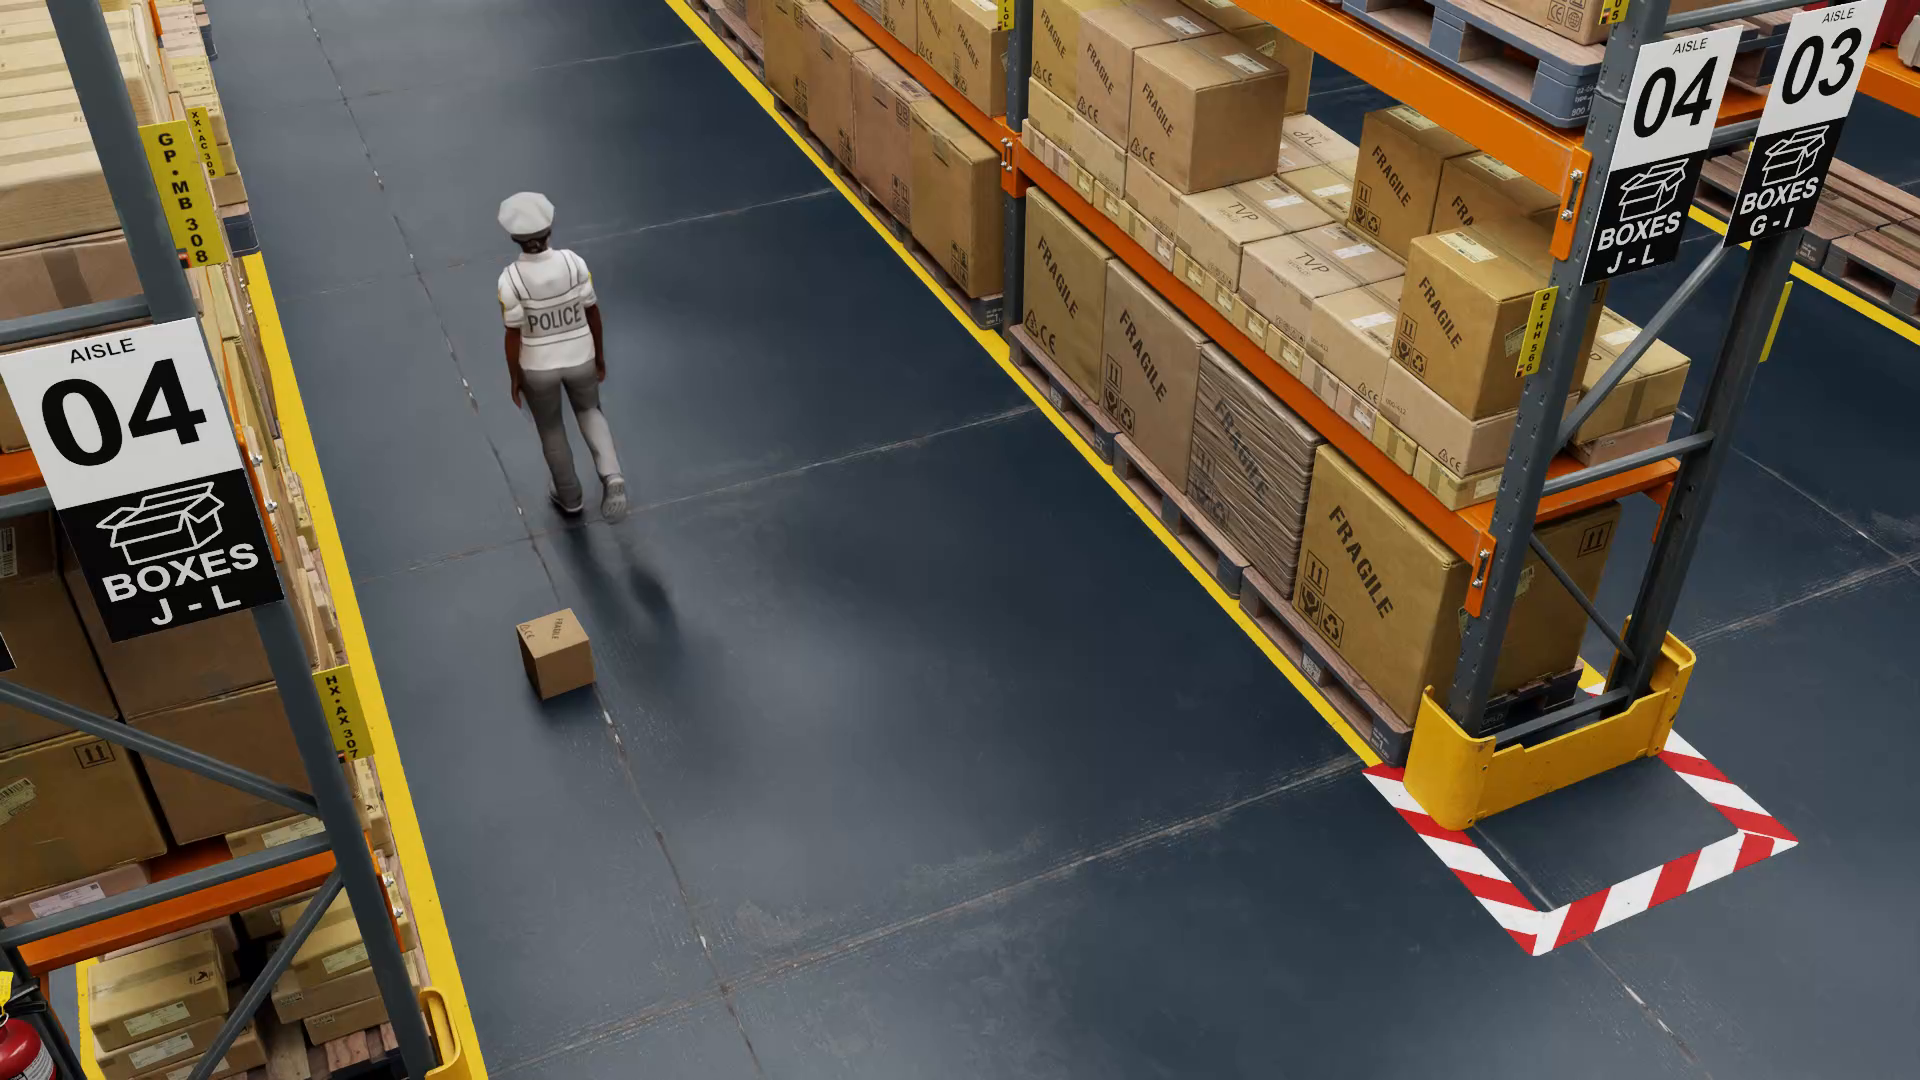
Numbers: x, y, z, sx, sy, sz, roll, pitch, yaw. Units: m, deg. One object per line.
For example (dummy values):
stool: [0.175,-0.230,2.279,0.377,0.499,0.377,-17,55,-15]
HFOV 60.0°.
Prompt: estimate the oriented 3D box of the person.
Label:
person: [-1.890,-0.816,7.871,0.478,1.669,0.545,-20,42,-24]
